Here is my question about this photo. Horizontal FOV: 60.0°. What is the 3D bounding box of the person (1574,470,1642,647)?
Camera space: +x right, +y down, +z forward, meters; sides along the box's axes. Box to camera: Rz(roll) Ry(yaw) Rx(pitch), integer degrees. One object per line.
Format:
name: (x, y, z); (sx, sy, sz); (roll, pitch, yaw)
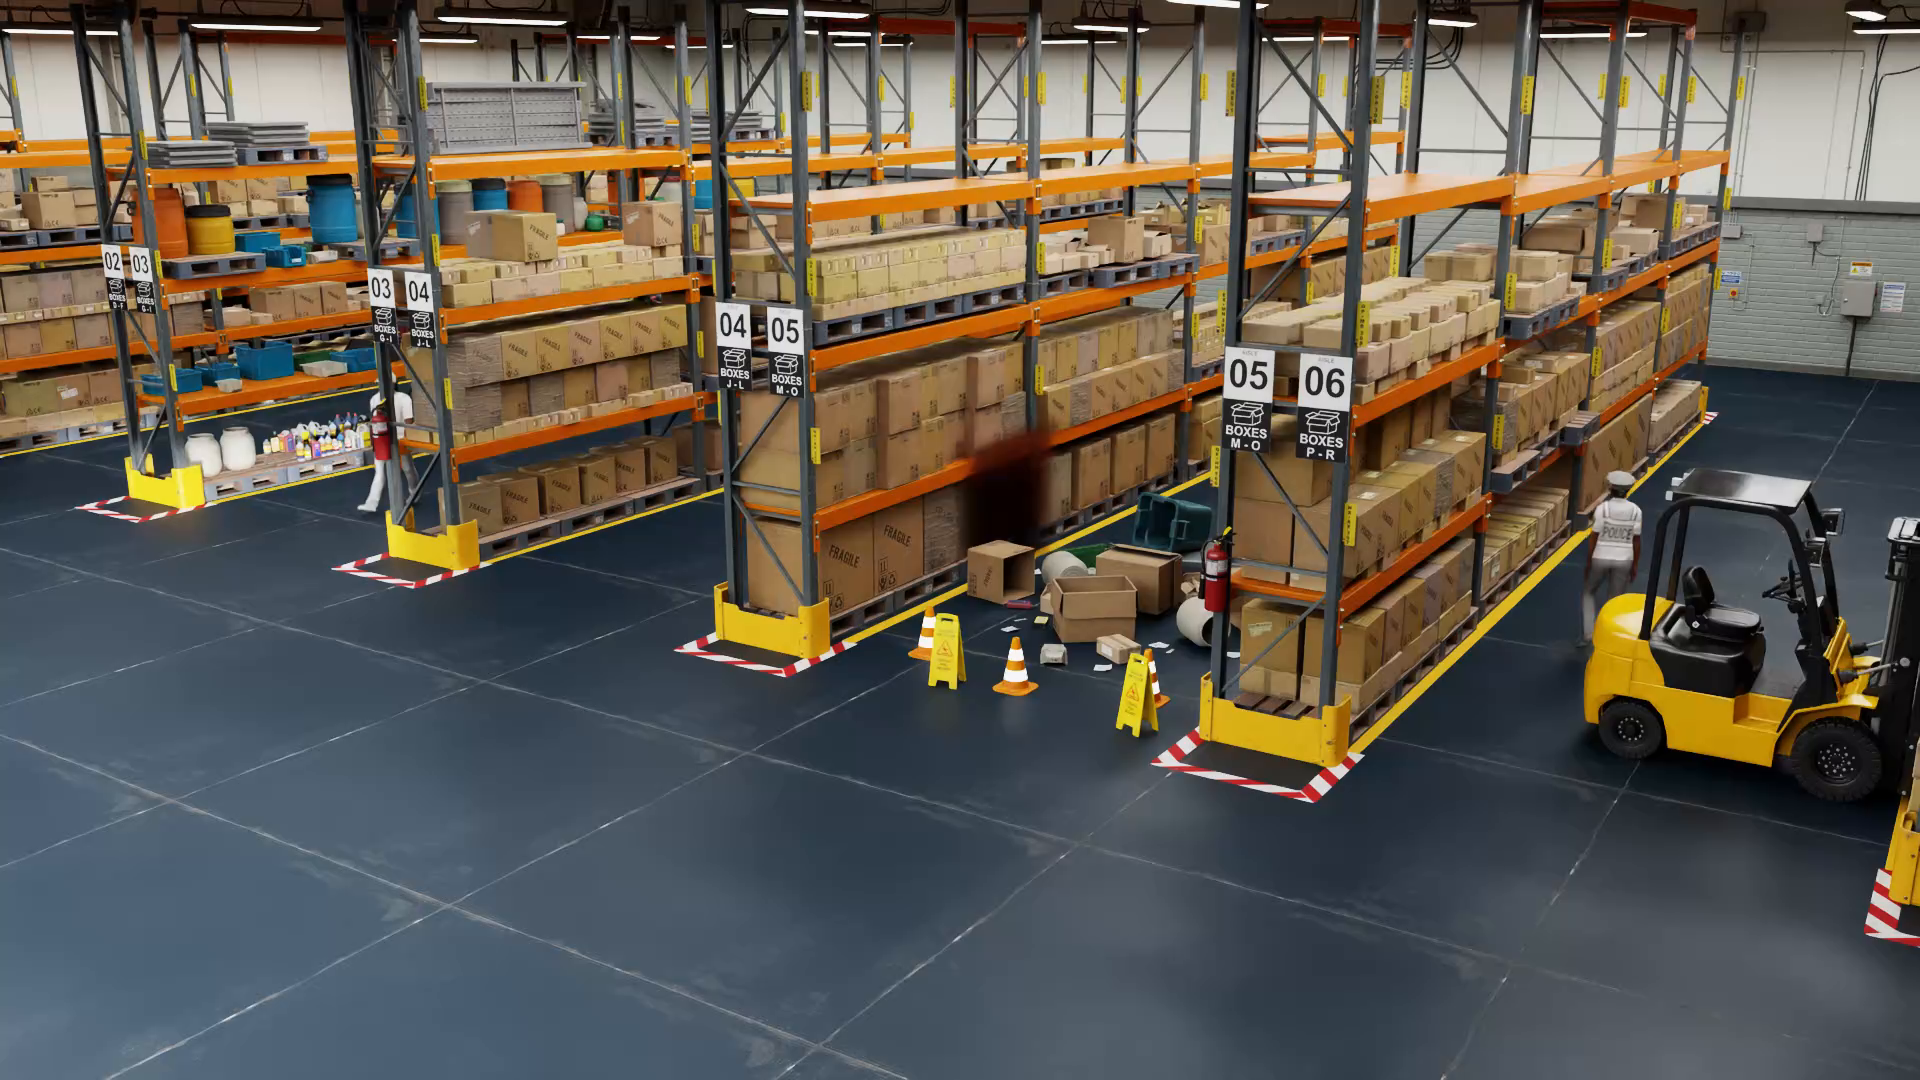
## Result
person: (6.006, 0.215, 15.353); (0.487, 1.700, 0.387); (3, 16, 12)

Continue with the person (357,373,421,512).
person: (-6.943, -1.204, 20.256); (0.591, 1.699, 1.082); (1, 16, 3)

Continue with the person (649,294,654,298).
person: (-7.102, -6.418, 39.278); (1.032, 1.593, 0.446); (14, 21, 41)
